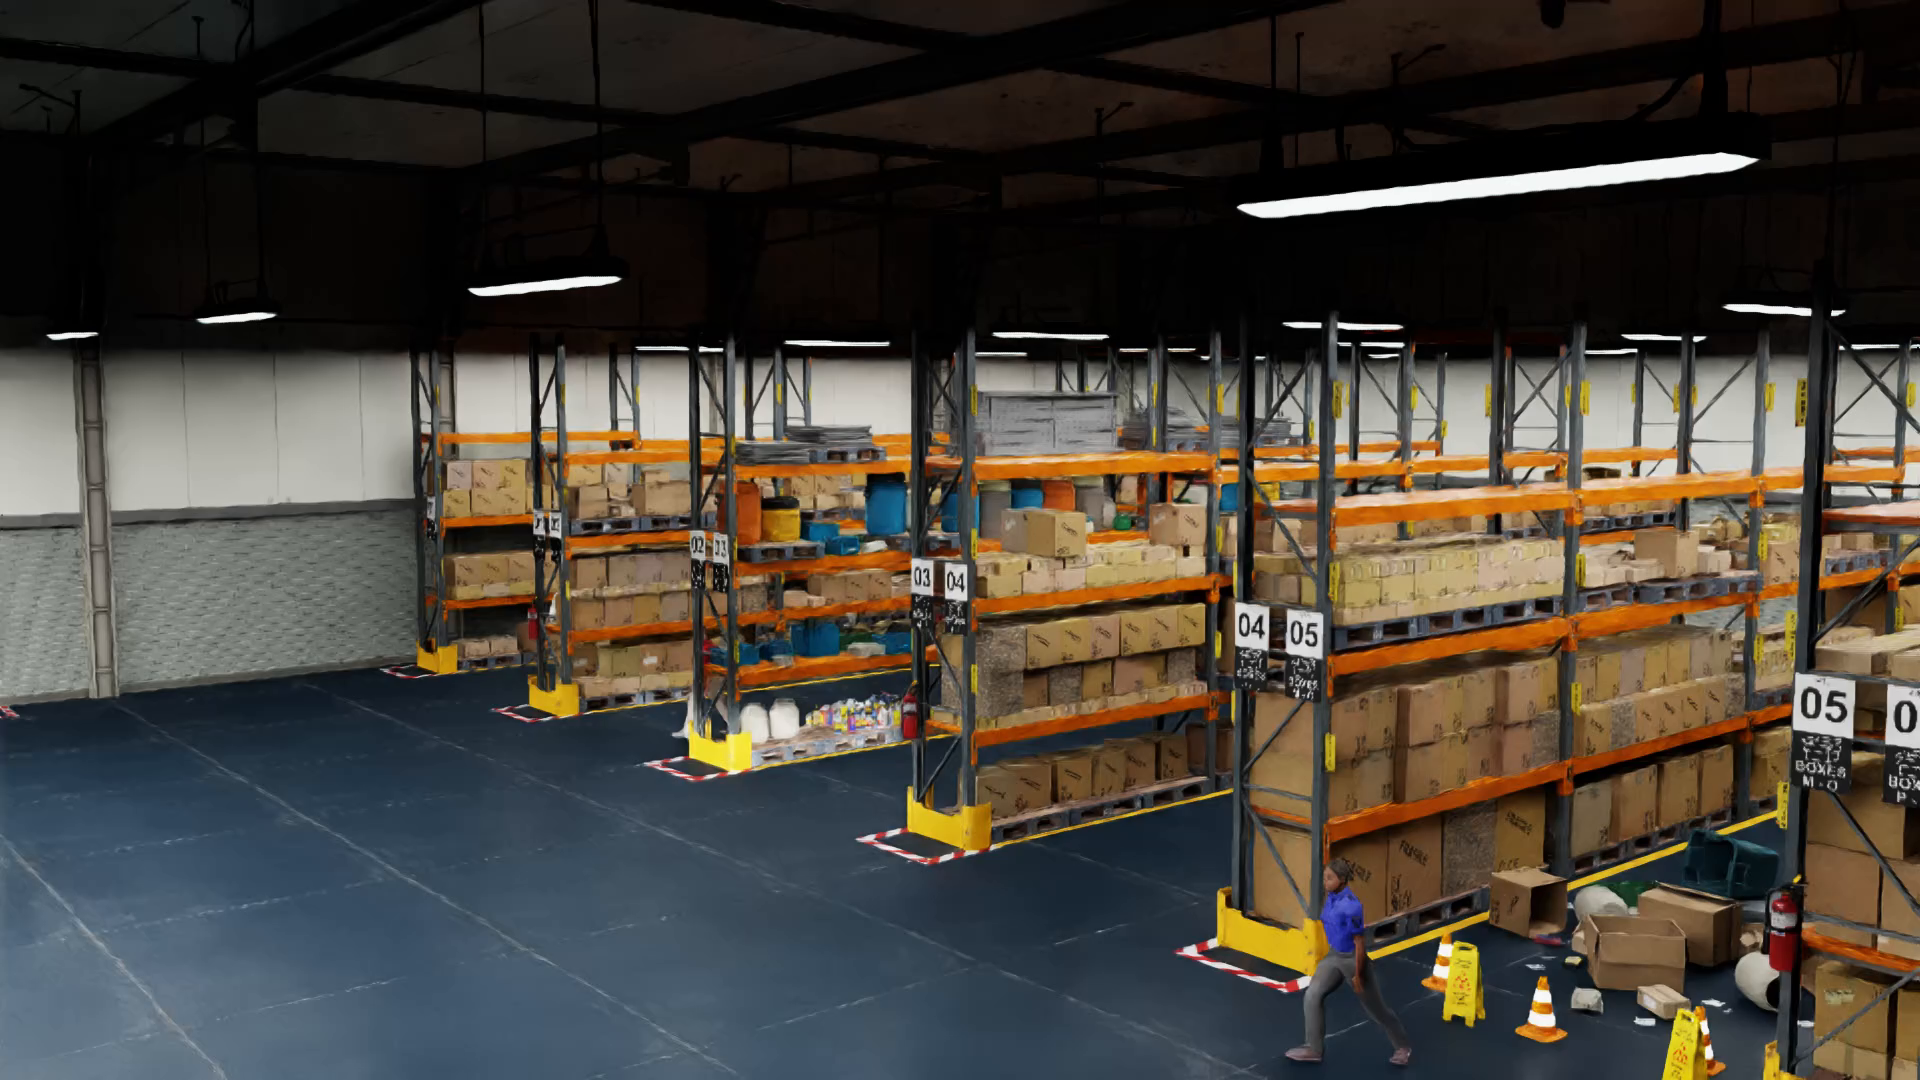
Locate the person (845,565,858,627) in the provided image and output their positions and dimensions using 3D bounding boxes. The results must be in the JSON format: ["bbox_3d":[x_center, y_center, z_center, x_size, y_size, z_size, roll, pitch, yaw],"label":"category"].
[{"bbox_3d":[-2.193,1.225,32.939,0.443,1.786,0.594,2,6,21],"label":"person"}]

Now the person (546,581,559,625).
[{"bbox_3d":[-7.034,1.494,29.928,0.701,1.637,0.880,4,6,34],"label":"person"}]

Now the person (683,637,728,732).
[{"bbox_3d":[-3.668,2.082,24.477,0.835,1.532,0.538,-4,7,-40],"label":"person"}]

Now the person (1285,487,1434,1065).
[{"bbox_3d":[5.940,1.488,22.506,12.773,3.180,17.653,-2,6,-18],"label":"person"}]
